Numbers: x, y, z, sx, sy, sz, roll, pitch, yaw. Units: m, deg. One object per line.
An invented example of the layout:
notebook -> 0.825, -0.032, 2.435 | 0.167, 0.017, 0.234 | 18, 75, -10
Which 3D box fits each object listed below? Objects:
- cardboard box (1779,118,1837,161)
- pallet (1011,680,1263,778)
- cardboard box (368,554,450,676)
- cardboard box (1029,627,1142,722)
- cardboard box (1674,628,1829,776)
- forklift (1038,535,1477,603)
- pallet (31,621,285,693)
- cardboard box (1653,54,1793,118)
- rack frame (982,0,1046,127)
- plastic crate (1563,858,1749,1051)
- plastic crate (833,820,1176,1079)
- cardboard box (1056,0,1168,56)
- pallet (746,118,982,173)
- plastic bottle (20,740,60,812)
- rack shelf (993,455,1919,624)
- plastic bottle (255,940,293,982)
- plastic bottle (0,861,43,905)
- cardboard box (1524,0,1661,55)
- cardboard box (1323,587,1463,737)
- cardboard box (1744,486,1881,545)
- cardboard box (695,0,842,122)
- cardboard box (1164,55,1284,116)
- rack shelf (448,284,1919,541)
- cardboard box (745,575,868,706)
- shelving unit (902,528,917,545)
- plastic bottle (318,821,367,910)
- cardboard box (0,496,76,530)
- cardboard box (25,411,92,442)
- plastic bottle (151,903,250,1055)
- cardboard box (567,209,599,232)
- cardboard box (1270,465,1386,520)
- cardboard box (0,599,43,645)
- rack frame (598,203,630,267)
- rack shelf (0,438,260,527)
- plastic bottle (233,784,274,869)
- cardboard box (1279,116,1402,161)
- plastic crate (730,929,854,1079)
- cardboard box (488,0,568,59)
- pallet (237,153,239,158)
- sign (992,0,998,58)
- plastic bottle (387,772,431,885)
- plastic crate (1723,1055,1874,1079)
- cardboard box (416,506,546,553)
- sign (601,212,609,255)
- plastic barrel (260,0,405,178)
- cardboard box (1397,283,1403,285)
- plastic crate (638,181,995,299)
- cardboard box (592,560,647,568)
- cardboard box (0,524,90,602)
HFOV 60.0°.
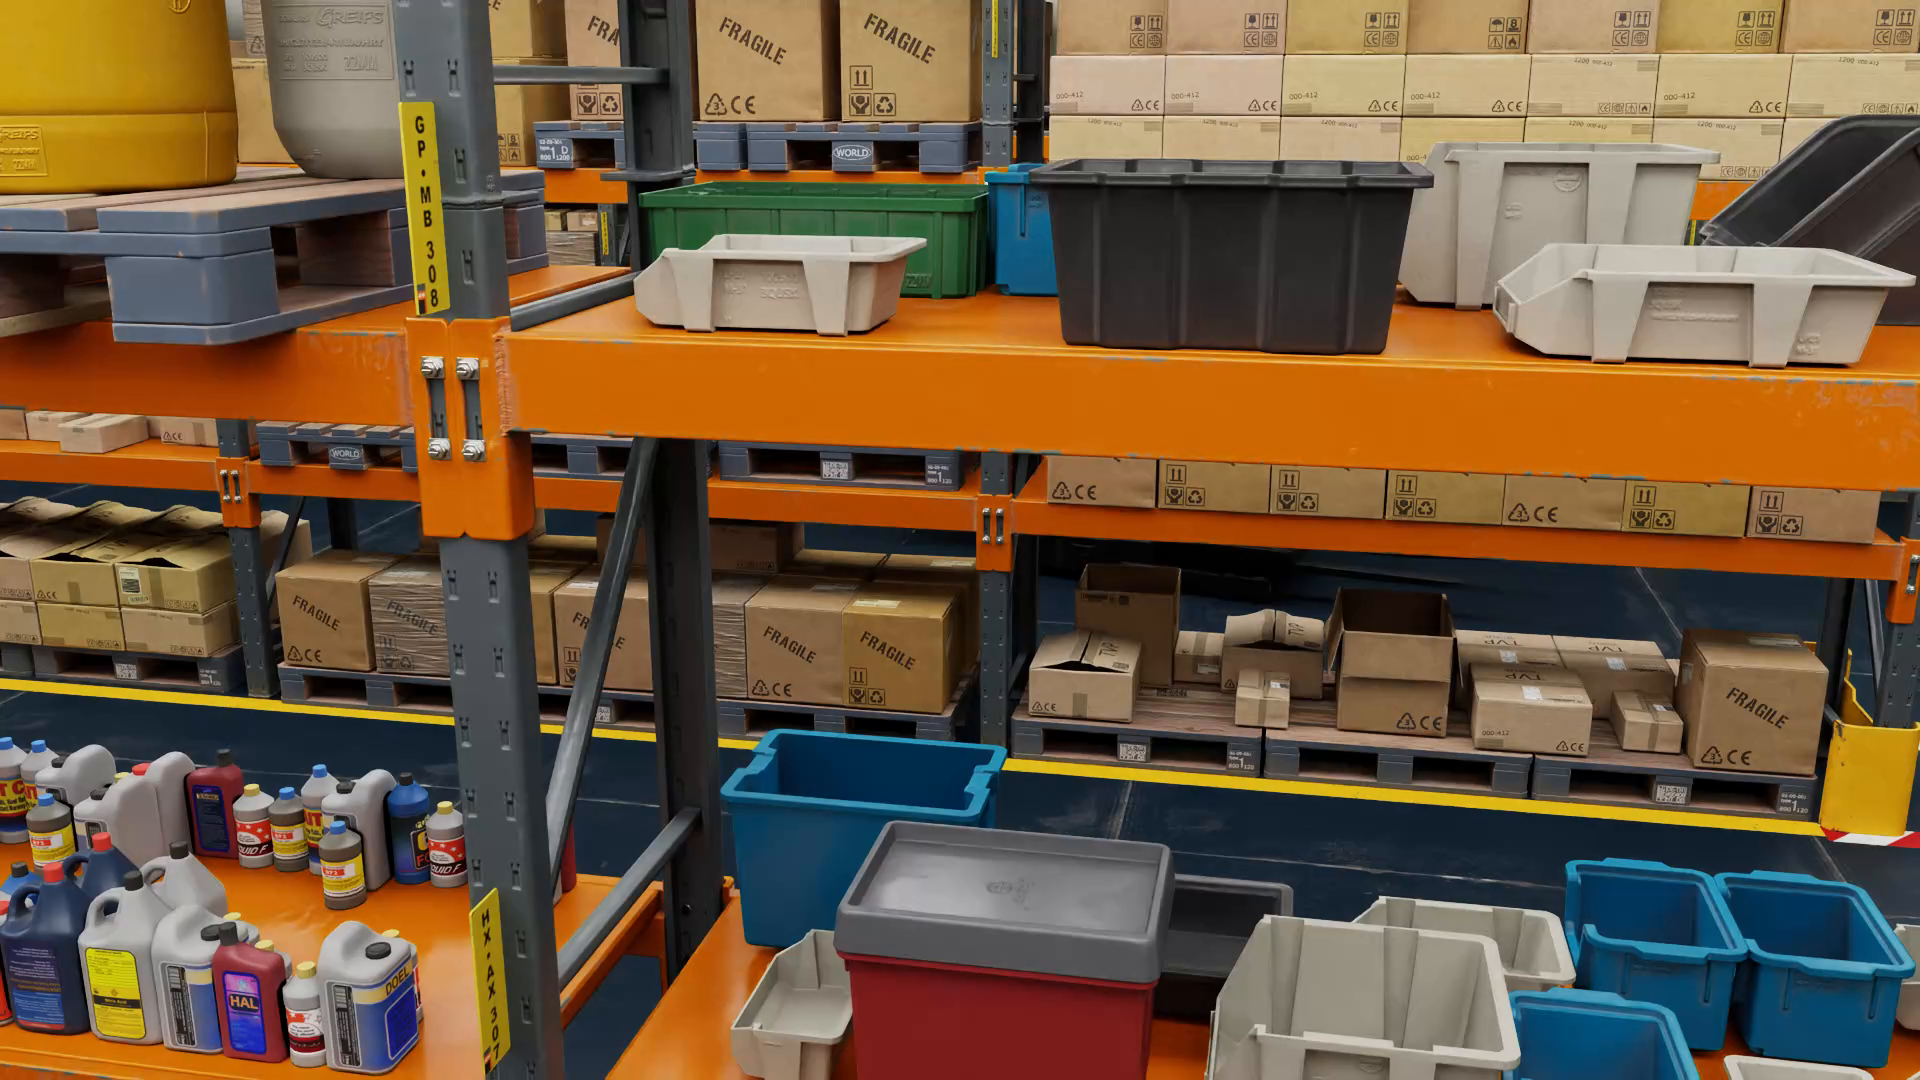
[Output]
cardboard box -> 3.623, -1.630, 6.921 | 0.500, 0.250, 0.500 | 3, 16, 11
pallet -> 0.932, 0.869, 8.459 | 1.213, 0.211, 1.003 | 3, 16, 11
cardboard box -> -2.758, 0.394, 8.811 | 0.500, 0.500, 0.500 | 3, 16, 9
cardboard box -> 0.627, 0.651, 8.235 | 0.500, 0.311, 0.500 | 3, 16, 11
cardboard box -> 3.597, 0.729, 7.599 | 0.500, 0.500, 0.500 | 3, 16, 11
forklift -> 1.836, -1.175, 10.742 | 3.031, 2.935, 1.130 | 7, 17, 23
pallet -> -4.460, 0.565, 9.555 | 1.213, 0.211, 1.003 | 3, 16, 11
cardboard box -> 3.134, -1.900, 6.958 | 0.500, 0.250, 0.500 | 3, 16, 11
rack frame -> 0.259, -3.403, 7.419 | 0.127, 3.000, 1.000 | 3, 16, 11
plastic crate -> 1.427, 0.863, 3.458 | 0.300, 0.233, 0.416 | 3, 16, 11
plastic crate -> 0.093, 0.837, 3.118 | 0.583, 0.464, 0.402 | 3, 16, 11
cardboard box -> 0.743, -2.471, 7.615 | 0.500, 0.500, 0.700 | 3, 16, 11
pallet -> -0.366, -1.920, 8.036 | 1.003, 0.211, 1.213 | 3, 16, 11
plastic bottle -> -2.352, 0.647, 4.279 | 0.097, 0.271, 0.097 | 0, 15, 0
rack shelf -> 2.219, -0.059, 7.932 | 4.000, 0.370, 1.077 | 3, 16, 11
plastic bottle -> -1.420, 0.921, 3.419 | 0.097, 0.201, 0.097 | 0, 15, 0
plastic bottle -> -2.028, 0.830, 3.619 | 0.097, 0.271, 0.097 | 0, 15, 0
cardboard box -> 2.687, -2.345, 7.159 | 0.500, 0.500, 0.700 | 3, 16, 11
cardboard box -> 2.101, 0.578, 8.139 | 0.637, 0.503, 0.797 | 3, 16, 11
cardboard box -> 3.685, -0.300, 7.267 | 0.500, 0.500, 0.500 | 4, 16, 13
cardboard box -> -0.880, -2.332, 8.010 | 0.600, 0.600, 0.600 | 3, 16, 10
cardboard box -> 1.176, -2.009, 7.351 | 0.500, 0.250, 0.500 | 3, 16, 11
rack shelf -> 1.228, -0.209, 2.854 | 4.000, 0.370, 1.077 | 3, 16, 11
cardboard box -> -0.765, 0.501, 8.422 | 0.500, 0.500, 0.500 | 3, 16, 11
shelving unit -> -0.007, -0.723, 11.793 | 0.755, 1.500, 0.431 | 3, 16, 11
plastic bottle -> -1.475, 0.770, 3.967 | 0.097, 0.201, 0.097 | 0, 15, 0
cardboard box -> -5.635, -0.057, 9.893 | 0.500, 0.311, 0.500 | 3, 16, 10
cardboard box -> -4.922, -0.656, 9.213 | 0.250, 0.149, 0.380 | 4, 16, 15
plastic bottle -> -1.541, 0.888, 3.400 | 0.135, 0.276, 0.152 | 3, 16, 11
cardboard box -> -3.022, -2.604, 13.546 | 0.250, 0.149, 0.380 | 1, 16, 4
cardboard box -> 1.696, -0.408, 7.658 | 0.500, 0.500, 0.500 | 3, 16, 11
cardboard box -> -5.223, 0.380, 9.365 | 0.500, 0.250, 0.500 | 3, 16, 12
rack frame -> -2.678, -2.020, 13.667 | 0.127, 3.000, 1.000 | 3, 16, 11
rack shelf -> -5.621, -0.484, 9.468 | 4.000, 0.370, 1.077 | 3, 16, 11
plastic bottle -> -1.767, 0.712, 4.174 | 0.097, 0.201, 0.097 | 0, 15, 0
cardboard box -> 1.665, -1.740, 7.315 | 0.500, 0.250, 0.500 | 3, 16, 11
plastic crate -> -0.304, 0.944, 3.346 | 0.243, 0.136, 0.396 | 3, 16, 11
cardboard box -> -2.235, -2.621, 8.155 | 0.500, 0.500, 0.500 | 3, 16, 11
pallet -> -4.344, -2.092, 8.659 | 1.003, 0.211, 1.213 | 4, 16, 14
sign -> 0.152, -2.251, 7.173 | 0.005, 0.325, 0.100 | 3, 16, 11
plastic bottle -> -1.349, 0.701, 4.083 | 0.097, 0.271, 0.097 | 0, 15, 0
plastic crate -> 1.500, 1.060, 2.926 | 0.250, 0.136, 0.298 | 3, 16, 11
cardboard box -> -2.642, -0.103, 9.198 | 0.500, 0.250, 0.500 | 4, 16, 13
sign -> -2.776, -2.398, 13.009 | 0.005, 0.325, 0.100 | 3, 16, 11
plastic barrel -> -1.198, -1.023, 3.406 | 0.433, 0.535, 0.433 | 0, 15, 0
cardboard box -> 2.180, -0.861, 7.421 | 0.500, 0.500, 0.500 | 4, 16, 13
plastic crate -> -0.257, -0.616, 3.375 | 0.662, 0.188, 0.450 | 3, 16, 11
cardboard box -> -1.675, 0.310, 9.111 | 0.500, 0.500, 0.500 | 3, 16, 9
cardboard box -> -5.228, 0.111, 9.286 | 0.500, 0.311, 0.500 | 3, 16, 11
